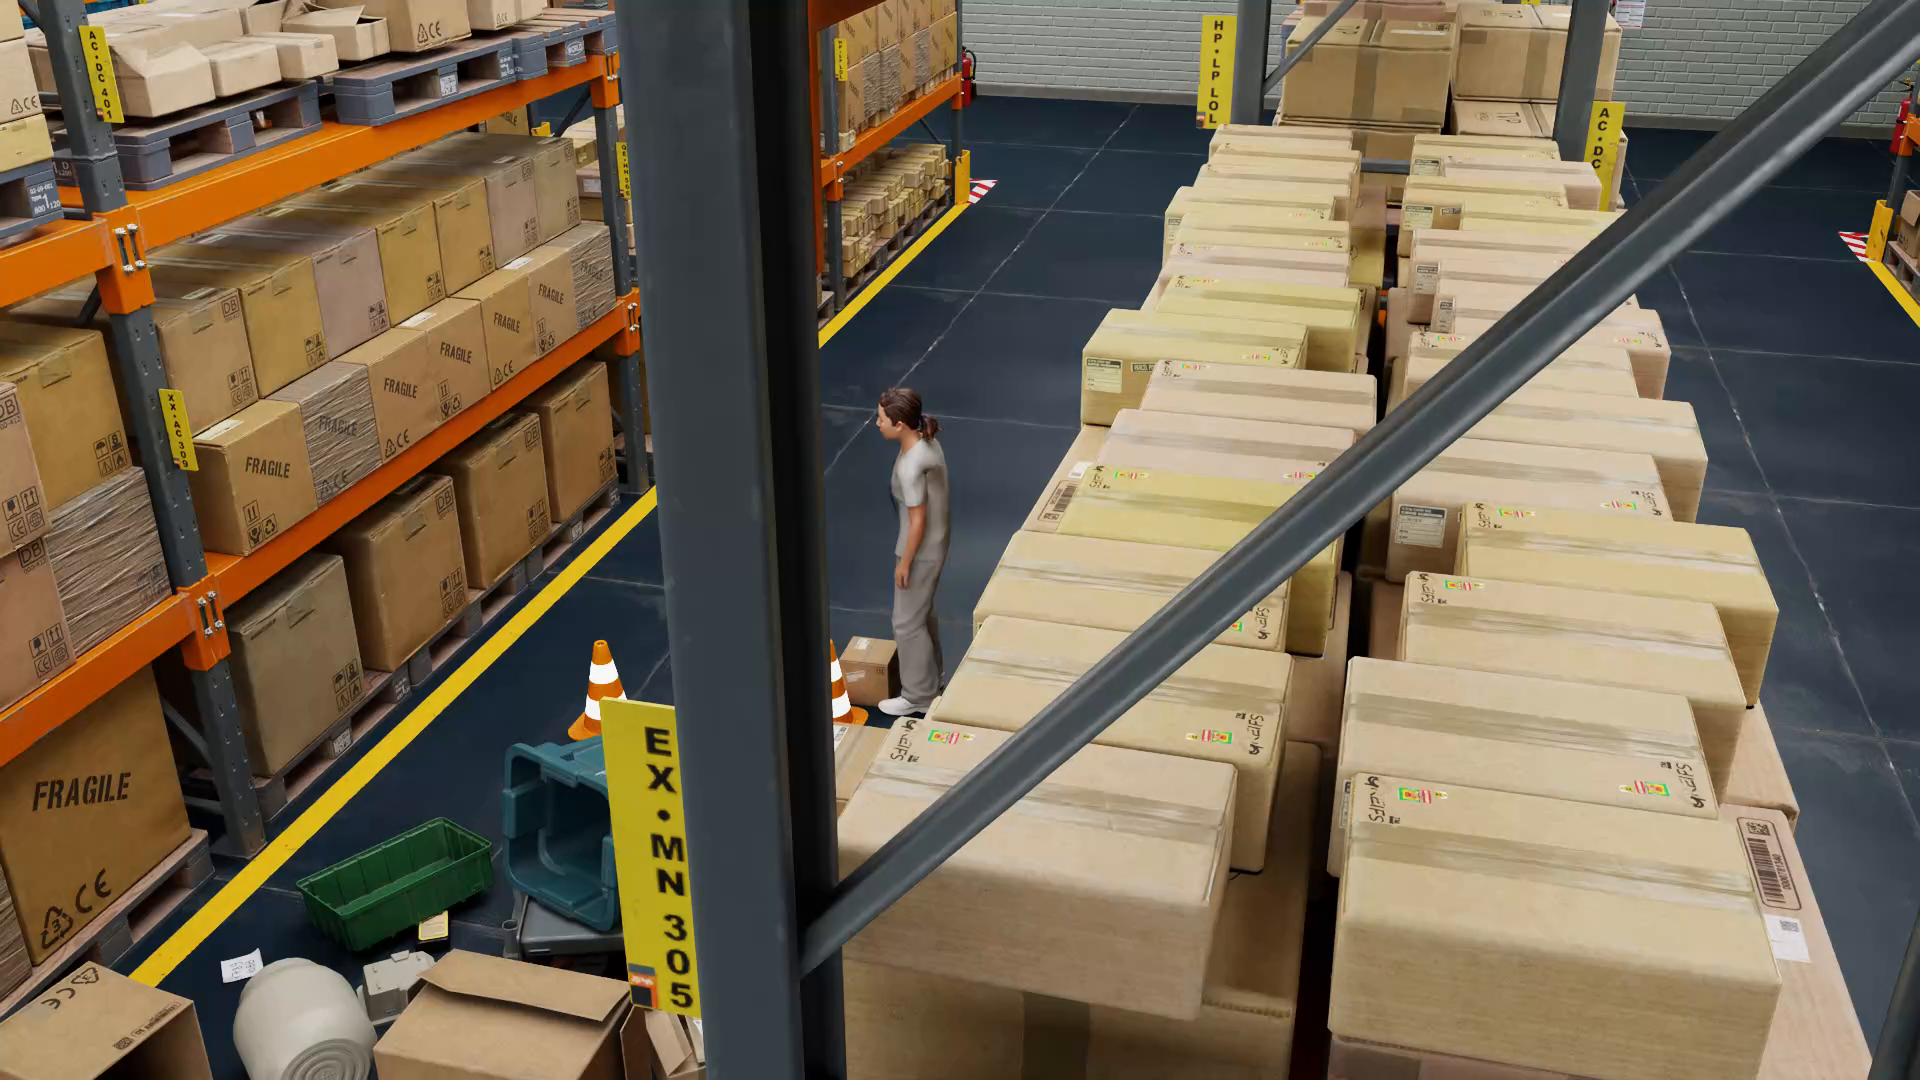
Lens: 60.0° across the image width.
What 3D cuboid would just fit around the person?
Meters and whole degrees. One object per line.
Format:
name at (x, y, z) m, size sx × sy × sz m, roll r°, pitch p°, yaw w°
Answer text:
person at (-0.219, 0.049, 8.008) m, size 0.353 × 1.673 × 0.491 m, roll 2°, pitch 26°, yaw 4°
